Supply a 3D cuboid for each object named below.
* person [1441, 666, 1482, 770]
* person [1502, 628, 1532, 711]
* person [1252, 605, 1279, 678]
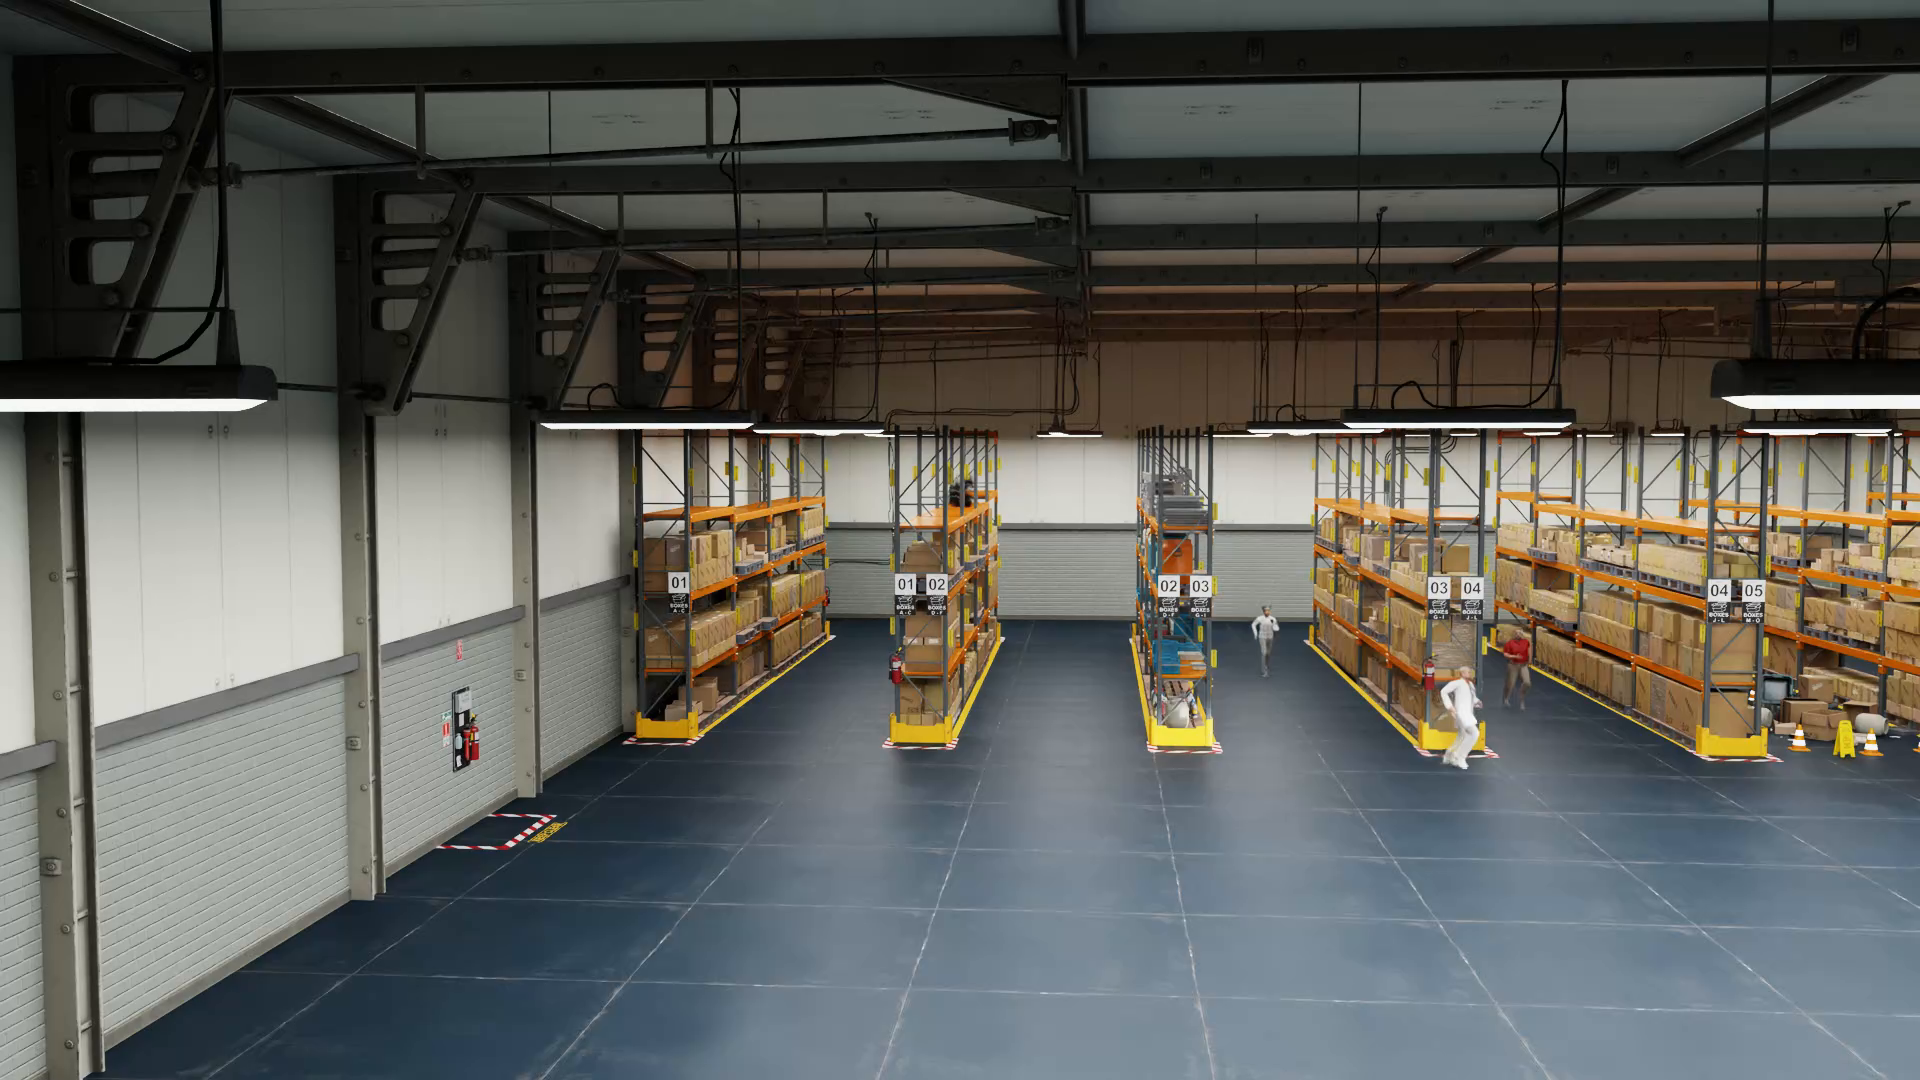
[{"bbox_3d":[8.826,3.102,29.150,0.672,1.770,0.714,3,4,37],"label":"person"},{"bbox_3d":[11.861,2.745,35.353,0.674,1.753,0.896,0,3,0],"label":"person"},{"bbox_3d":[7.443,2.441,40.438,0.587,1.736,0.808,0,3,-8],"label":"person"}]
